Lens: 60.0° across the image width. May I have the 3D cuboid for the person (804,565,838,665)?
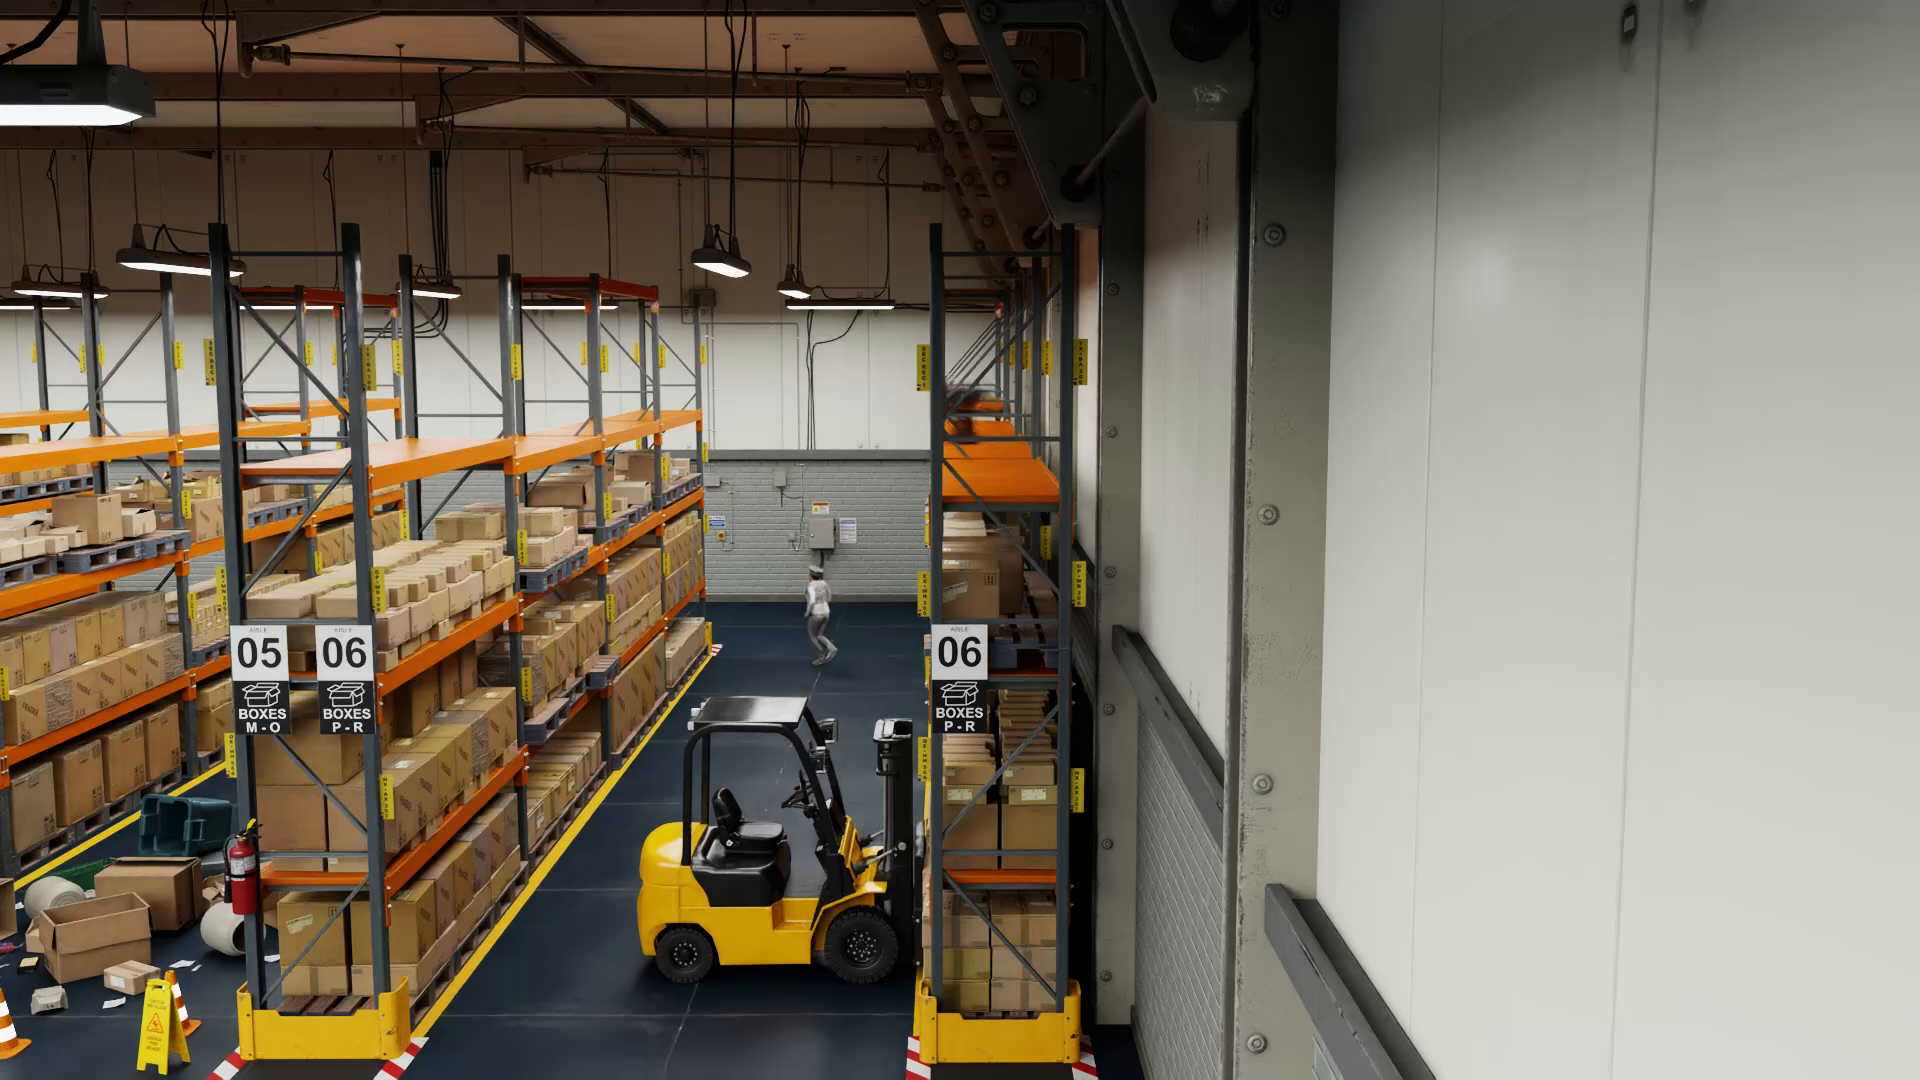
[{"bbox_3d":[-2.215,1.231,26.889,0.609,1.639,0.604,6,9,39],"label":"person"}]
